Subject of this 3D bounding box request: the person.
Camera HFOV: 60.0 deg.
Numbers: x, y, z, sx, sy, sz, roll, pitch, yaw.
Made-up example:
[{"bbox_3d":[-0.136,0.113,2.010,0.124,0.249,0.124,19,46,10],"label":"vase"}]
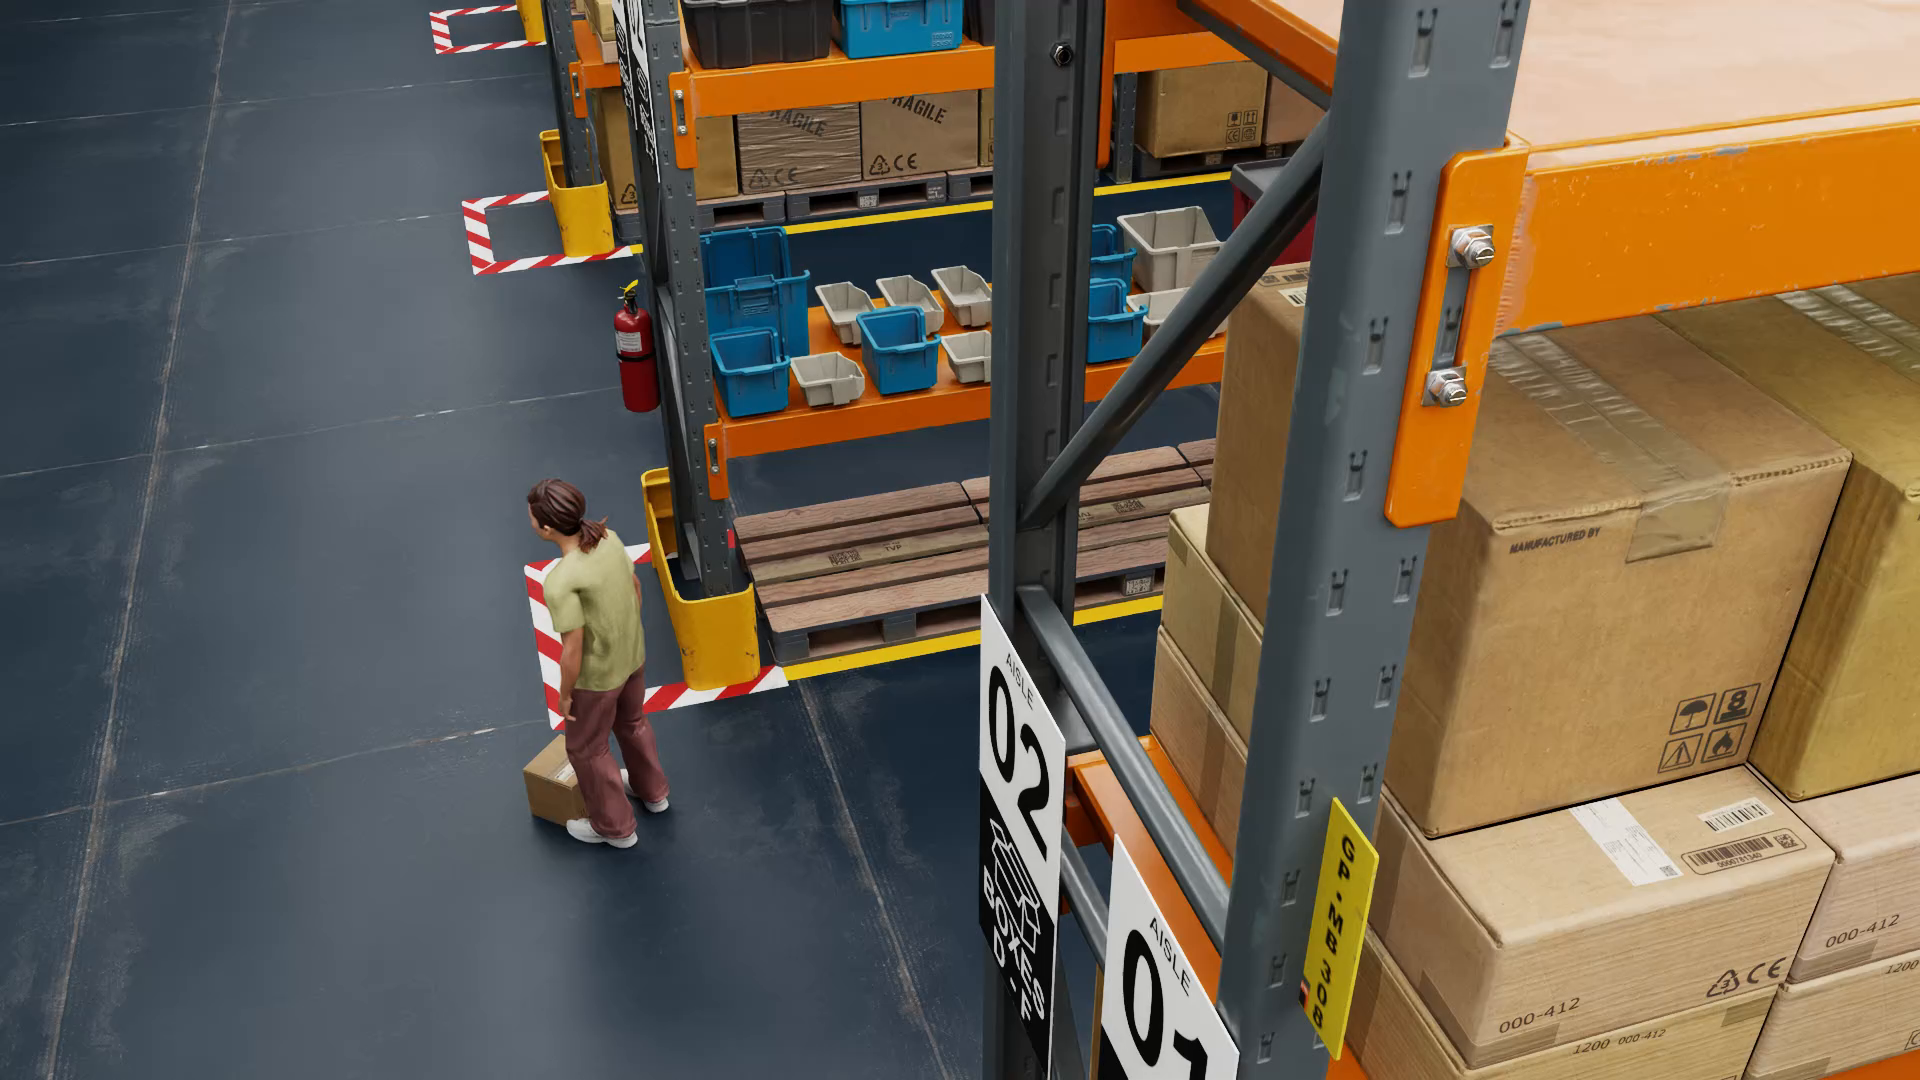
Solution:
[{"bbox_3d":[-1.404,0.484,6.428,0.364,1.671,0.520,14,36,20],"label":"person"}]
